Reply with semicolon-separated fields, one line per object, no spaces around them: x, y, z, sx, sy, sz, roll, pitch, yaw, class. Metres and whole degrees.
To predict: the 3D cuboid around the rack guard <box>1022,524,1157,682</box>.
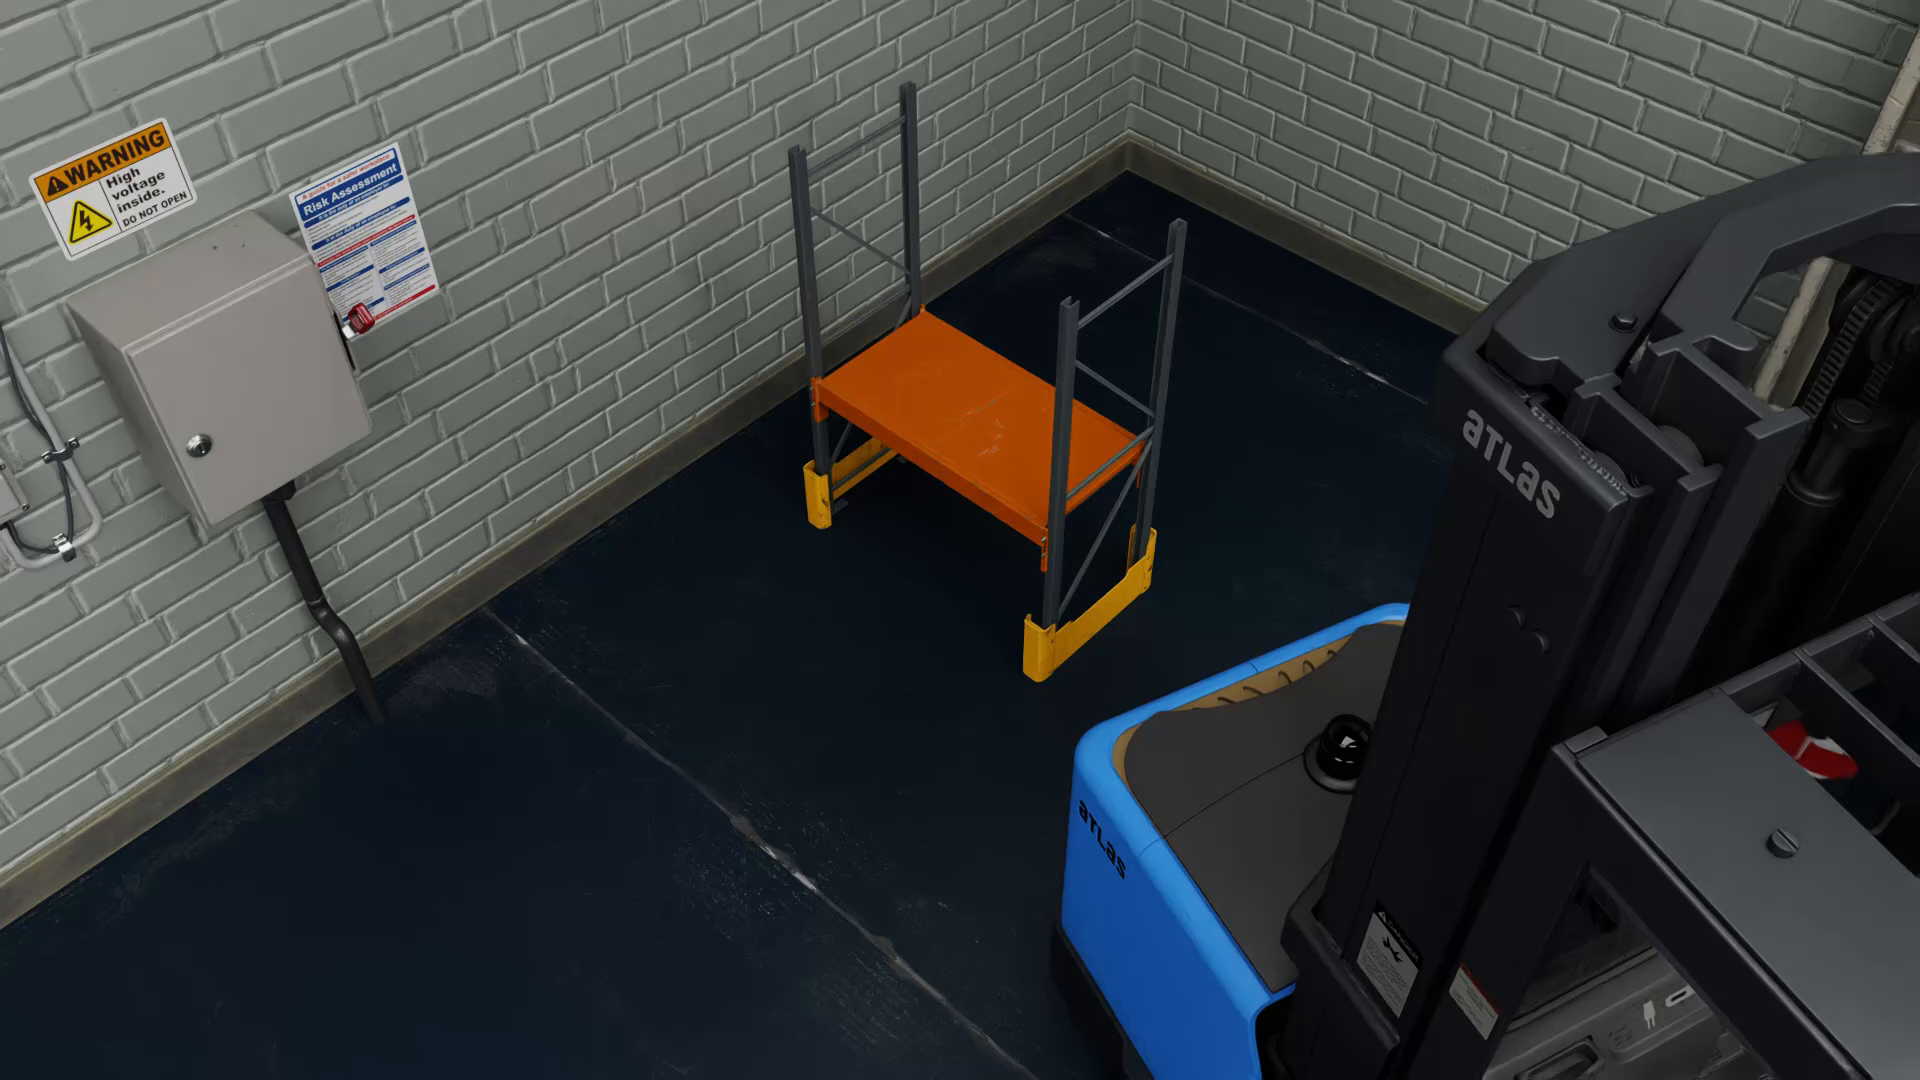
0.422;0.198;5.392;0.087;0.250;0.587;34;55;28;rack guard

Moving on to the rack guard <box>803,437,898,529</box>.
-0.310;-0.294;5.855;0.087;0.250;0.587;34;55;28;rack guard

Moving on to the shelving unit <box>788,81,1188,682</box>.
0.056;-0.476;5.168;1.083;1.500;0.587;34;55;28;shelving unit

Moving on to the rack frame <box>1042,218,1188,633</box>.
0.436;-0.220;4.928;0.032;1.500;0.500;34;55;28;rack frame

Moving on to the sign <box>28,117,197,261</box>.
-1.978;-0.822;3.898;0.001;0.242;0.339;34;55;28;sign

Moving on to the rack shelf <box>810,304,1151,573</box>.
0.063;-0.348;5.295;1.000;0.185;0.538;34;55;28;rack shelf

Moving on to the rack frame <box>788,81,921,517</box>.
-0.311;-0.723;5.400;0.032;1.500;0.500;34;55;28;rack frame

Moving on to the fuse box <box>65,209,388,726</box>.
-1.788;-0.026;4.600;0.414;1.711;0.539;34;55;28;fuse box

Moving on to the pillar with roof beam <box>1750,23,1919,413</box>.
-0.086;-0.862;0.387;0.400;9.000;9.100;34;55;28;pillar with roof beam

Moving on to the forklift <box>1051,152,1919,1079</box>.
1.364;0.984;2.815;1.130;2.935;3.031;-20;50;-18;forklift

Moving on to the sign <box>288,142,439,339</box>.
-1.605;-0.801;4.510;0.001;0.494;0.329;34;55;28;sign

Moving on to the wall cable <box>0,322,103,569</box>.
-2.366;-0.527;3.490;0.122;1.984;0.588;34;55;28;wall cable
